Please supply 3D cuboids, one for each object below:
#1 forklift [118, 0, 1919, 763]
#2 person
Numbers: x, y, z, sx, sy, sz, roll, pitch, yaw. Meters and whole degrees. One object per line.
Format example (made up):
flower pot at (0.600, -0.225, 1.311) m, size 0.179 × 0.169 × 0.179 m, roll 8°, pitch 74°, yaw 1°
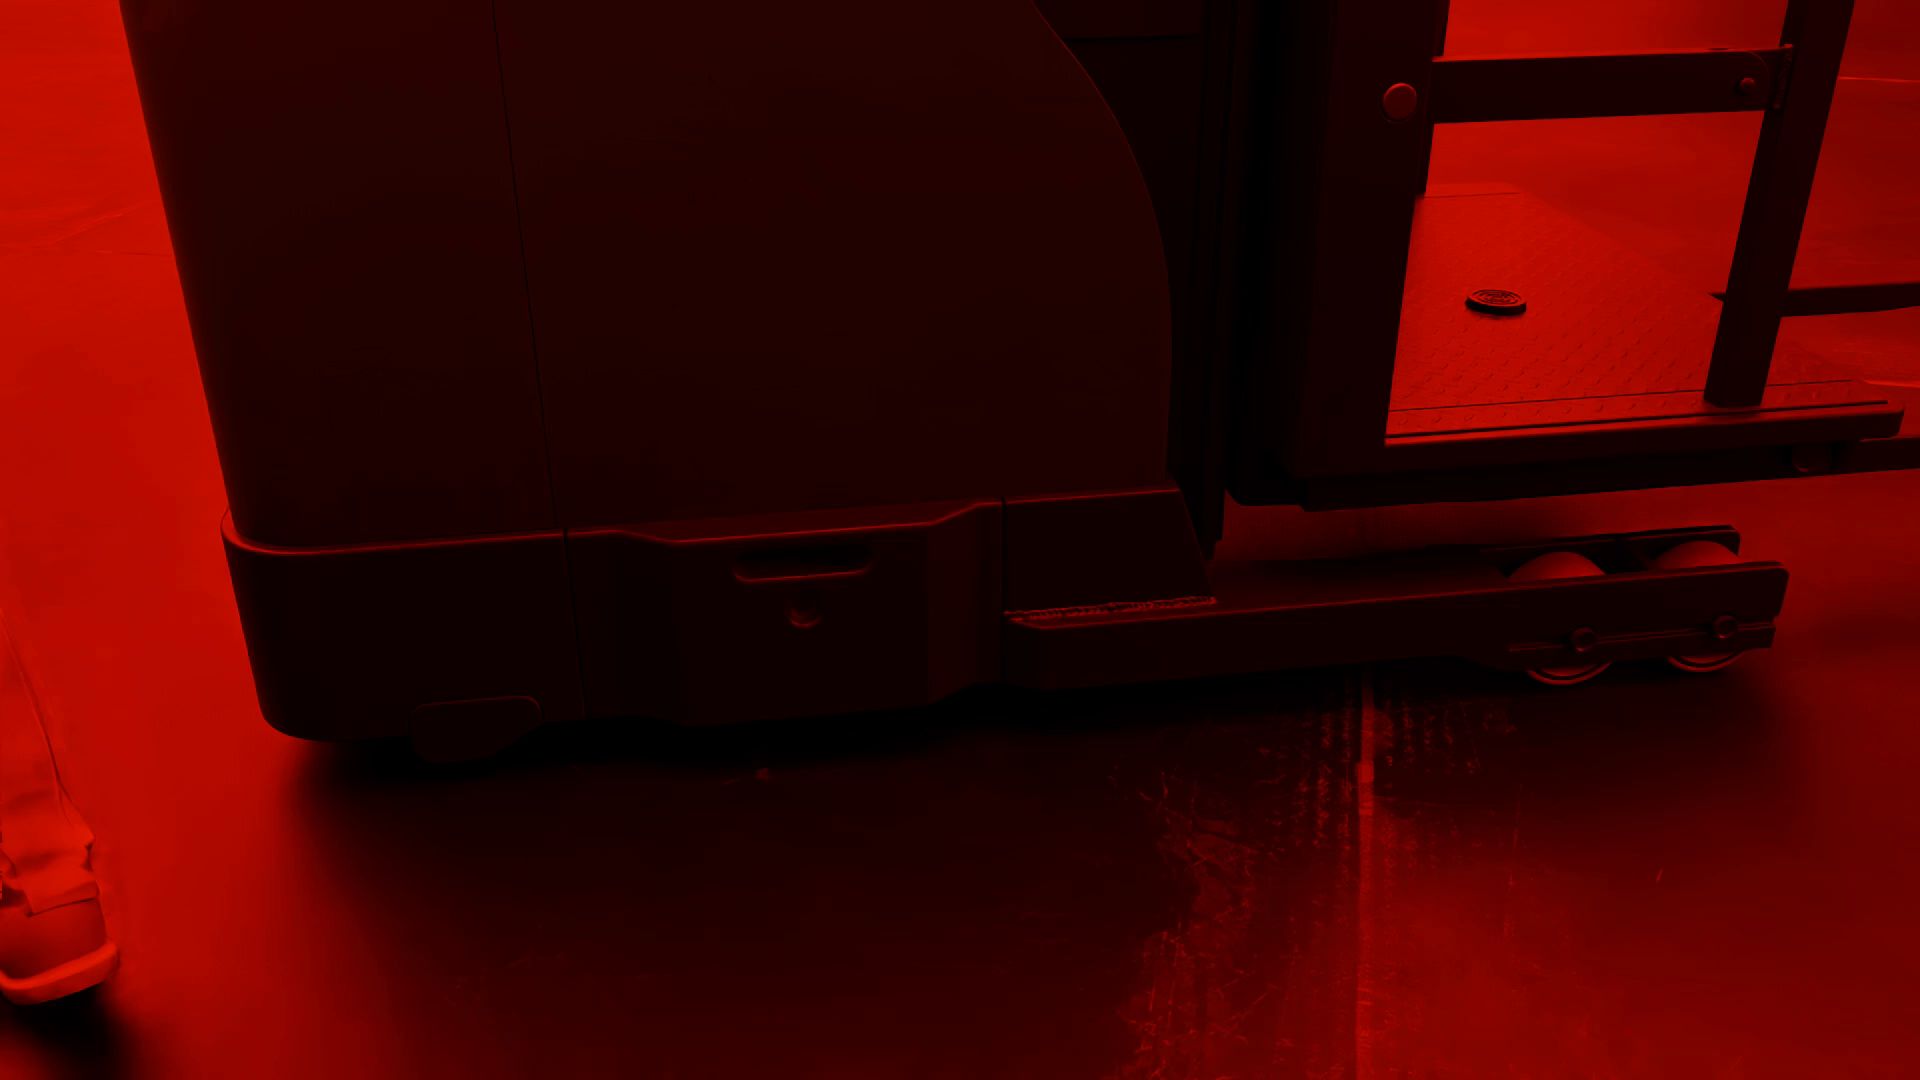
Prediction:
forklift at (0.600, -1.354, 1.930) m, size 3.031 × 2.935 × 1.130 m, roll -4°, pitch 27°, yaw -9°
person at (-1.010, -0.187, 1.172) m, size 0.755 × 1.540 × 0.876 m, roll 18°, pitch 32°, yaw 31°
